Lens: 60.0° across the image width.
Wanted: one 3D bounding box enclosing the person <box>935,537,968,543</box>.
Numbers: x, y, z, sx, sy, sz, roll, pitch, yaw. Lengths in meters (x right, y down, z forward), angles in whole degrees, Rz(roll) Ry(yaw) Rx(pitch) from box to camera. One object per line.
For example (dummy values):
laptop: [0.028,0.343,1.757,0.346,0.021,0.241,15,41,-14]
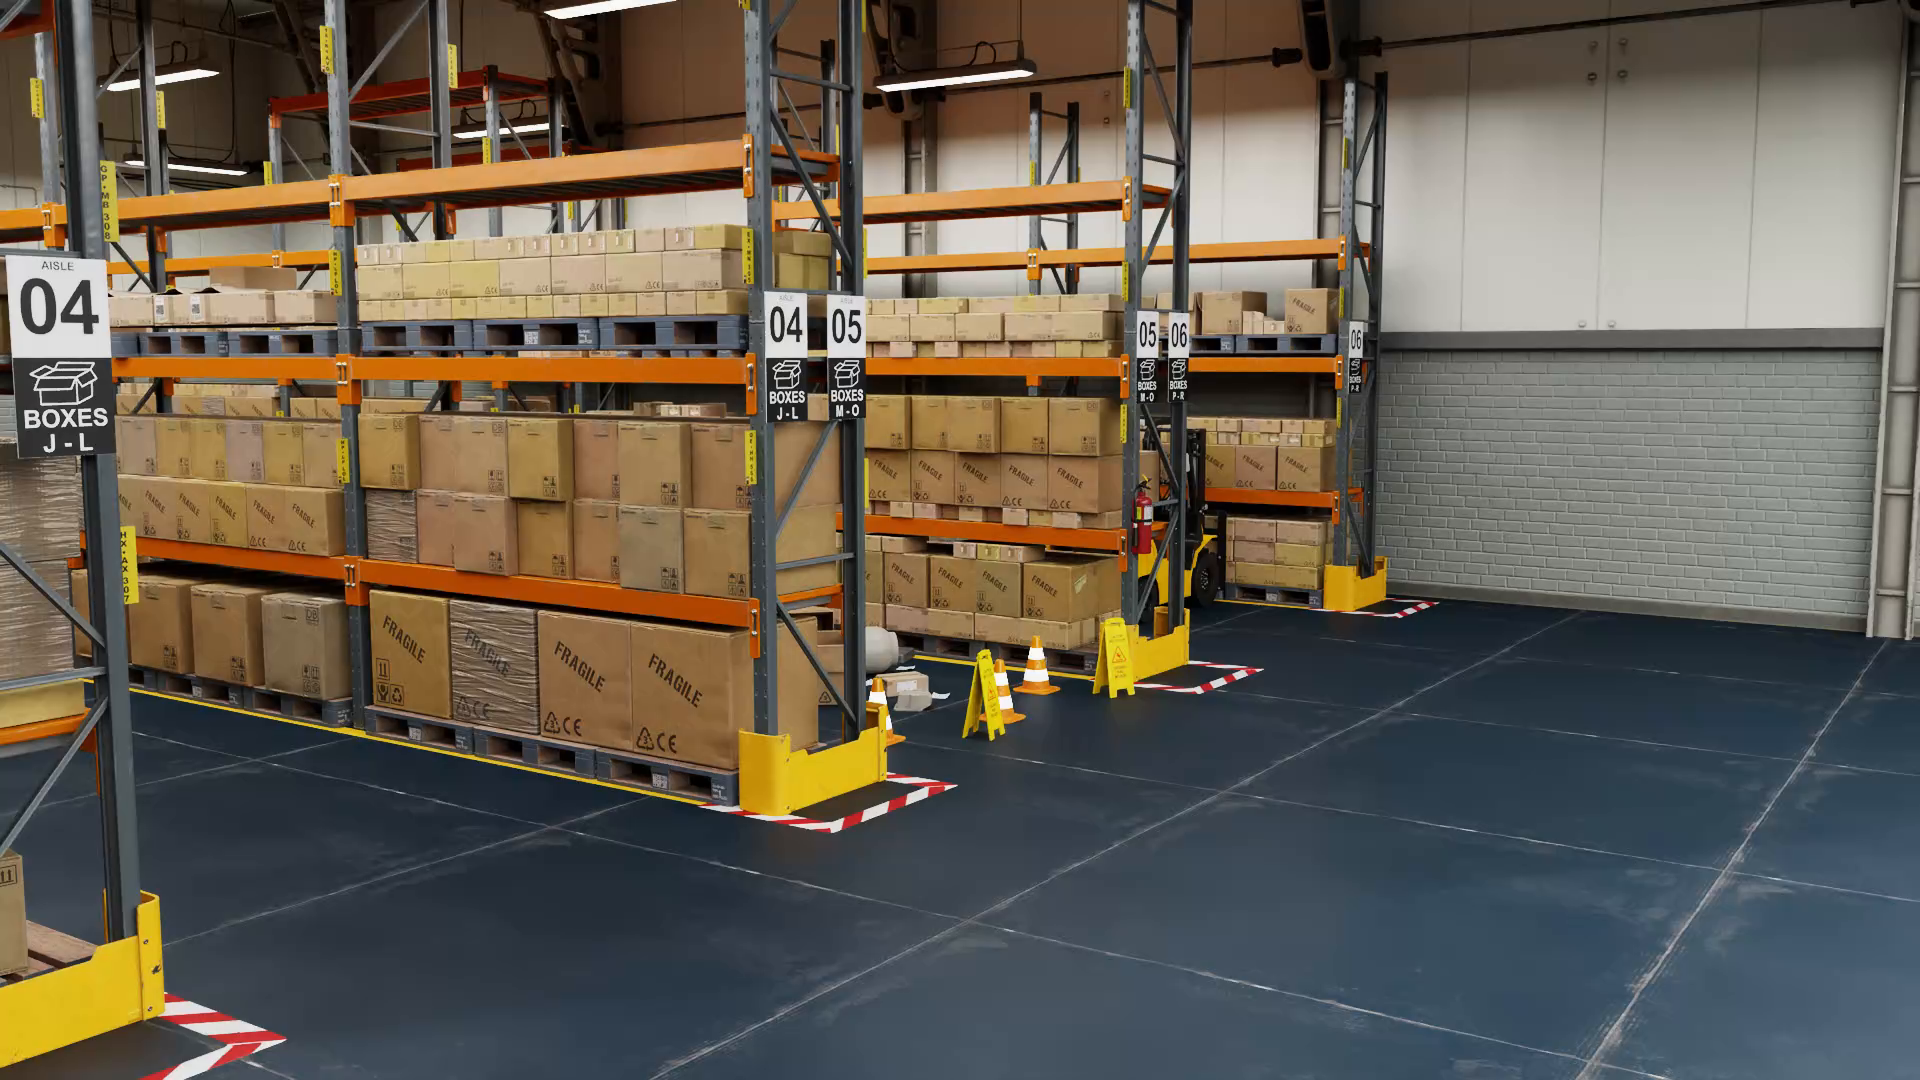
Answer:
person: [0.010,-0.090,18.286,0.640,1.778,0.575,4,8,34]
